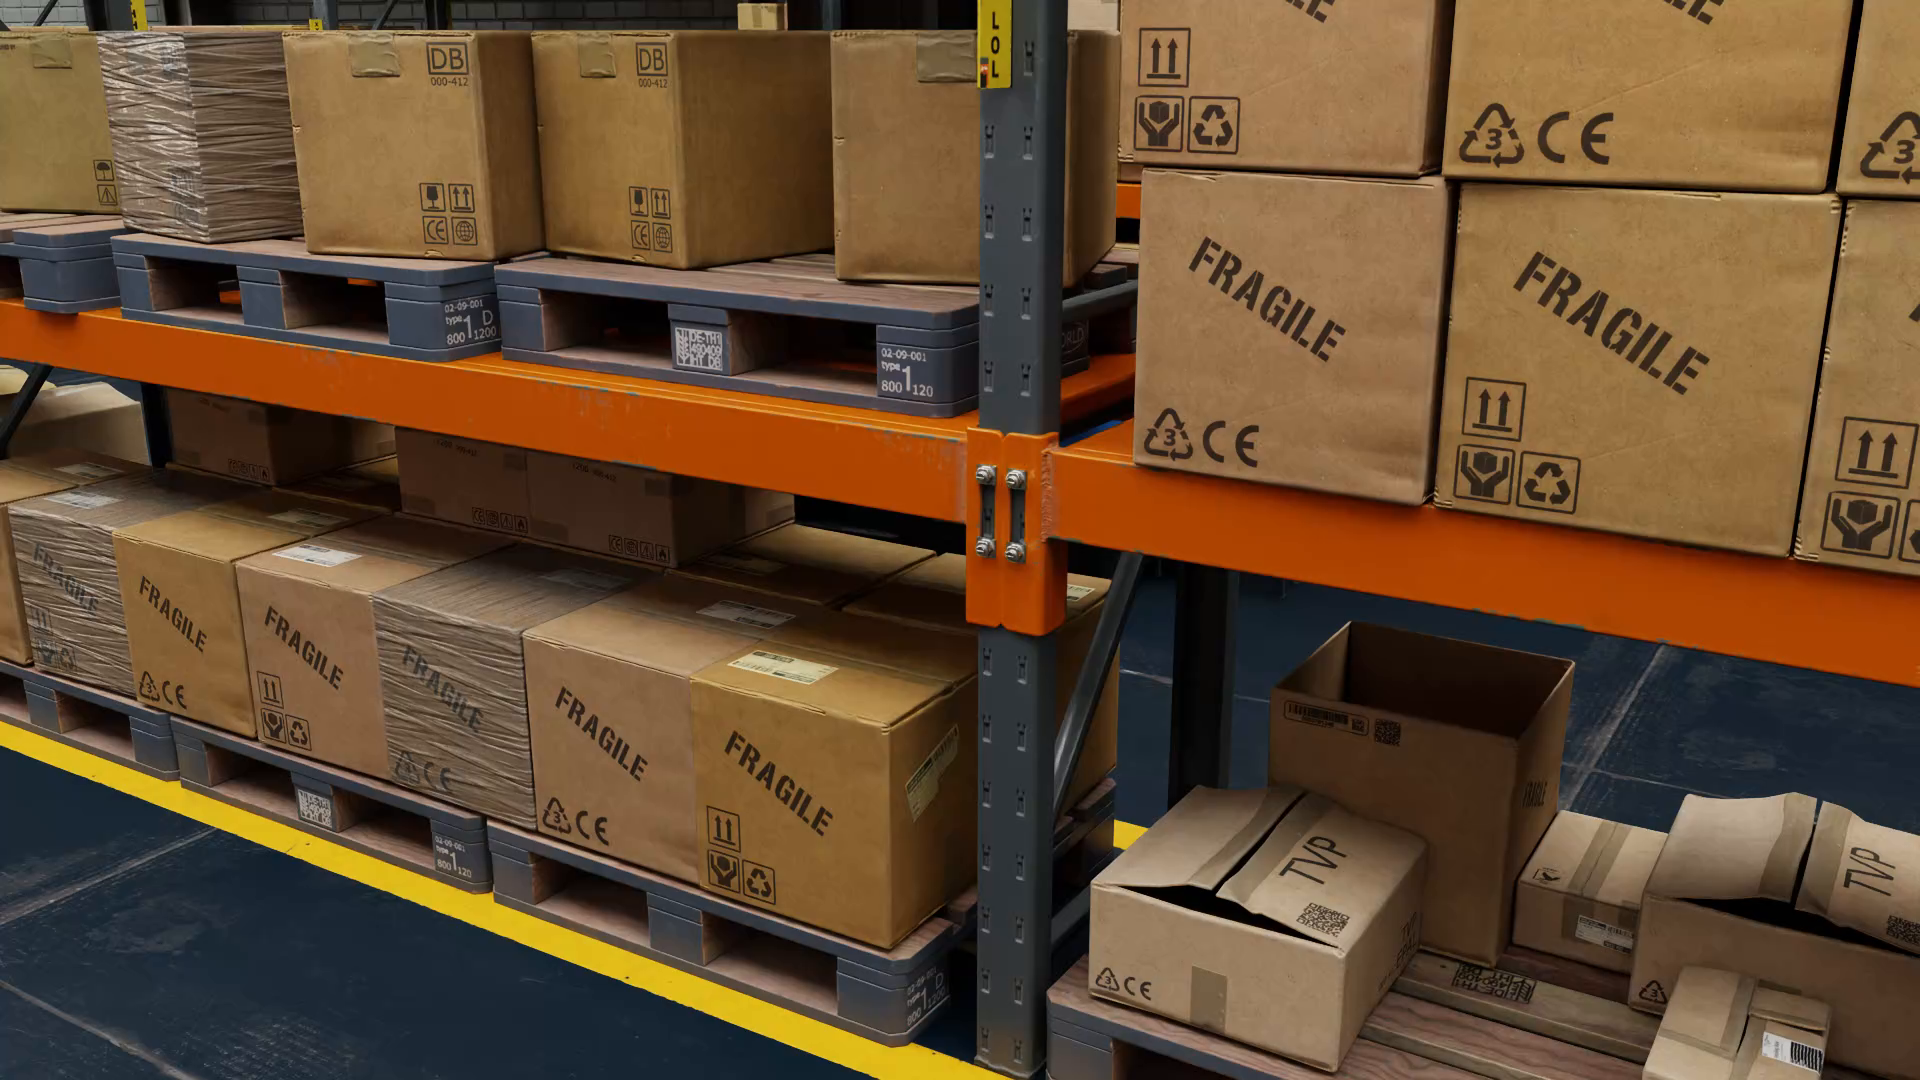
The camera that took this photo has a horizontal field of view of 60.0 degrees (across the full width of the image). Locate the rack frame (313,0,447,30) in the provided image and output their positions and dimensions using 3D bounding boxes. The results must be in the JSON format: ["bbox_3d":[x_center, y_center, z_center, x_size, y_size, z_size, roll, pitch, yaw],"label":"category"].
[{"bbox_3d":[-3.884,-2.928,11.361,0.127,3.000,1.000,10,20,30],"label":"rack frame"}]

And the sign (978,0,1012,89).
[{"bbox_3d":[0.057,-0.900,2.692,0.005,0.325,0.100,10,20,30],"label":"sign"}]

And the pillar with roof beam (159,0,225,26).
[{"bbox_3d":[-8.496,-5.449,9.337,0.400,9.000,9.100,10,20,30],"label":"pillar with roof beam"}]

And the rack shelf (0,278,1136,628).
[{"bbox_3d":[-1.360,-0.444,4.420,4.000,0.370,1.077,10,20,30],"label":"rack shelf"}]

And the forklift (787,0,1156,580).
[{"bbox_3d":[-0.554,-1.486,6.731,3.031,2.935,1.130,9,19,26],"label":"forklift"}]

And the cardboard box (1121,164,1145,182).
[{"bbox_3d":[0.997,-1.871,8.279,0.250,0.149,0.380,10,20,30],"label":"cardboard box"}]

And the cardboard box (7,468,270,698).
[{"bbox_3d":[-2.377,0.111,4.898,0.500,0.500,0.500,9,19,28],"label":"cardboard box"}]

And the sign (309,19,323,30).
[{"bbox_3d":[-4.161,-3.207,10.789,0.005,0.325,0.100,10,20,30],"label":"sign"}]

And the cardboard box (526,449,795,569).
[{"bbox_3d":[-0.793,-0.143,4.446,0.500,0.250,0.500,10,20,30],"label":"cardboard box"}]

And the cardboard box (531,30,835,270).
[{"bbox_3d":[-0.562,-0.949,3.951,0.500,0.500,0.700,14,22,39],"label":"cardboard box"}]

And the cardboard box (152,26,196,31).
[{"bbox_3d":[-5.300,-3.374,11.762,0.500,0.500,0.500,9,19,28],"label":"cardboard box"}]

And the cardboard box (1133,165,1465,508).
[{"bbox_3d":[0.636,-0.387,2.822,0.500,0.500,0.500,11,20,31],"label":"cardboard box"}]

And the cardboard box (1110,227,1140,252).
[{"bbox_3d":[0.826,-1.213,8.690,0.750,0.750,0.750,10,20,30],"label":"cardboard box"}]

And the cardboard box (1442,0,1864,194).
[{"bbox_3d":[1.038,-0.791,2.431,0.500,0.500,0.500,9,19,28],"label":"cardboard box"}]

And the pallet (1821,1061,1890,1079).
[{"bbox_3d":[1.972,1.140,2.765,1.213,0.211,1.003,10,20,30],"label":"pallet"}]

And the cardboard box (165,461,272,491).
[{"bbox_3d":[-2.145,-0.023,5.340,0.500,0.500,0.500,11,20,32],"label":"cardboard box"}]

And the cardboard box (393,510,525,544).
[{"bbox_3d":[-1.253,0.134,4.822,0.500,0.500,0.500,9,19,28],"label":"cardboard box"}]

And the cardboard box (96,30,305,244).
[{"bbox_3d":[-1.789,-1.087,4.404,0.500,0.500,0.700,15,22,40],"label":"cardboard box"}]

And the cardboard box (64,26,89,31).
[{"bbox_3d":[-6.190,-3.529,12.270,0.500,0.500,0.500,9,19,28],"label":"cardboard box"}]

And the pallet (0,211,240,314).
[{"bbox_3d":[-2.450,-0.915,5.063,1.003,0.211,1.213,10,20,30],"label":"pallet"}]

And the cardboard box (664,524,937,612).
[{"bbox_3d":[-0.401,0.289,4.312,0.500,0.500,0.500,10,20,31],"label":"cardboard box"}]

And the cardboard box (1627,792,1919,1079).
[{"bbox_3d":[1.617,0.722,3.211,0.500,0.311,0.500,10,20,30],"label":"cardboard box"}]

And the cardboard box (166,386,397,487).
[{"bbox_3d":[-2.094,-0.374,5.206,0.500,0.250,0.500,11,20,32],"label":"cardboard box"}]

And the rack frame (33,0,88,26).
[{"bbox_3d":[-7.292,-3.537,13.364,0.127,3.000,1.000,10,20,30],"label":"rack frame"}]

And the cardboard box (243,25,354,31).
[{"bbox_3d":[-4.448,-3.220,11.255,0.500,0.500,0.500,10,20,30],"label":"cardboard box"}]

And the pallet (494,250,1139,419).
[{"bbox_3d":[-0.280,-0.541,3.831,1.213,0.211,1.003,10,20,30],"label":"pallet"}]

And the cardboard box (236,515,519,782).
[{"bbox_3d":[-1.505,0.267,4.386,0.500,0.500,0.500,9,19,28],"label":"cardboard box"}]

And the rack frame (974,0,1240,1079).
[{"bbox_3d":[0.344,-0.484,3.314,0.127,3.000,1.000,10,20,30],"label":"rack frame"}]

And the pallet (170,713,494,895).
[{"bbox_3d":[-1.413,0.550,4.706,1.213,0.211,1.003,10,20,30],"label":"pallet"}]

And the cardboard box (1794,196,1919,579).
[{"bbox_3d":[1.499,-0.233,2.316,0.500,0.500,0.500,10,20,30],"label":"cardboard box"}]

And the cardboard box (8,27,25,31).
[{"bbox_3d":[-7.043,-3.686,12.790,0.500,0.500,0.500,10,20,30],"label":"cardboard box"}]

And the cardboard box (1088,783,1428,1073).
[{"bbox_3d":[0.589,0.709,3.254,0.500,0.311,0.500,10,20,30],"label":"cardboard box"}]

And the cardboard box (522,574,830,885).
[{"bbox_3d":[-0.643,0.420,3.881,0.500,0.500,0.500,10,20,30],"label":"cardboard box"}]

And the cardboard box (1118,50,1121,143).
[{"bbox_3d":[0.669,-2.225,8.326,0.500,0.500,0.500,10,20,30],"label":"cardboard box"}]

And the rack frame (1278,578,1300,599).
[{"bbox_3d":[1.253,-0.385,6.084,0.015,1.200,0.240,10,19,26],"label":"rack frame"}]

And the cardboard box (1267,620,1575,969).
[{"bbox_3d":[0.978,0.518,3.560,0.500,0.500,0.500,10,20,30],"label":"cardboard box"}]

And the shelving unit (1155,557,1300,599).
[{"bbox_3d":[1.037,-0.422,6.190,0.503,1.200,0.258,10,19,26],"label":"shelving unit"}]

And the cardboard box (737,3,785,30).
[{"bbox_3d":[-1.067,-2.979,9.483,0.250,0.149,0.380,7,18,21],"label":"cardboard box"}]

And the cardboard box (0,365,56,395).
[{"bbox_3d":[-3.809,-0.476,6.332,0.500,0.311,0.500,10,19,29],"label":"cardboard box"}]
